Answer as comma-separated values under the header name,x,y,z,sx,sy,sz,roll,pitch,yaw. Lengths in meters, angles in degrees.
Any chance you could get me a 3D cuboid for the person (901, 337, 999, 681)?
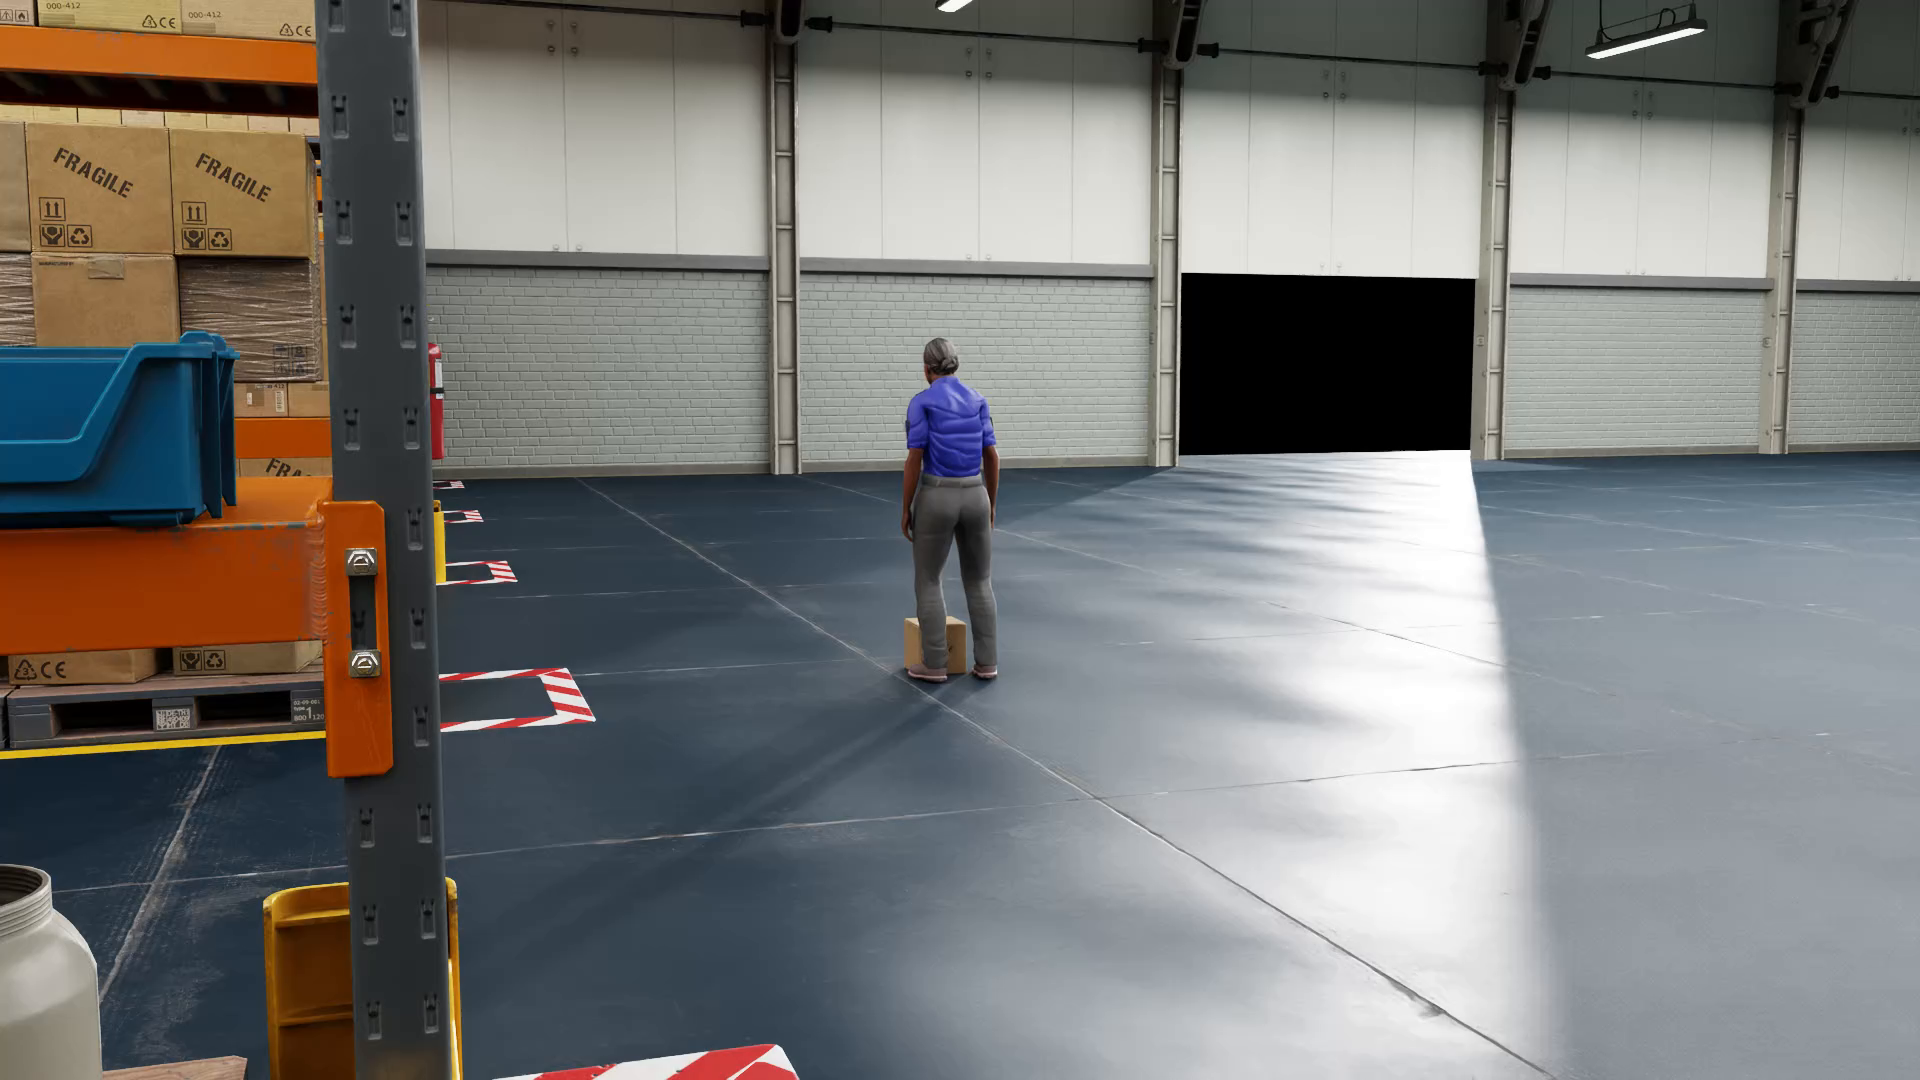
name,x,y,z,sx,sy,sz,roll,pitch,yaw
person,-0.039,-0.147,8.027,0.527,1.653,0.355,-2,6,-22
